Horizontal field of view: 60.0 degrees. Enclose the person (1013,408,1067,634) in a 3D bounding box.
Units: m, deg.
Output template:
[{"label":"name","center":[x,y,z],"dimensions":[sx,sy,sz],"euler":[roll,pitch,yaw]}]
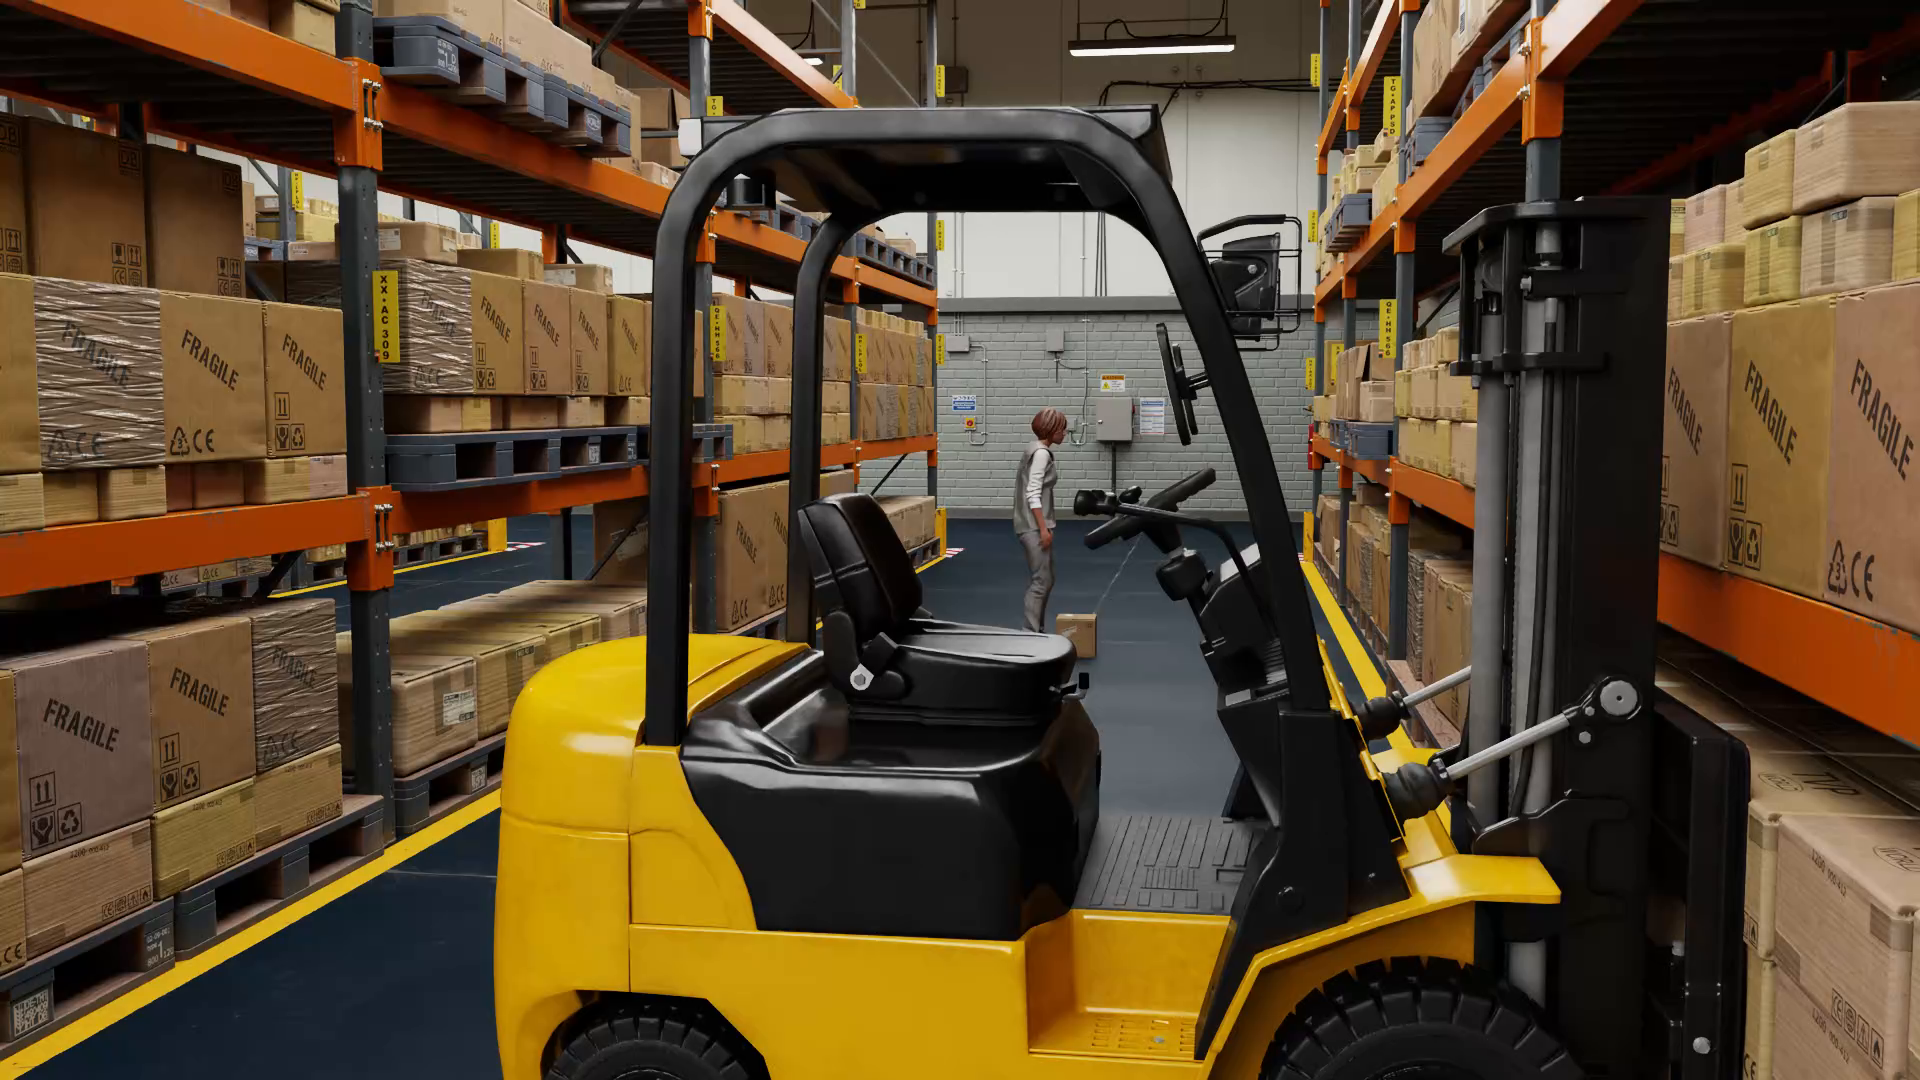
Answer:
[{"label":"person","center":[0.516,-0.052,10.763],"dimensions":[0.343,1.593,0.480],"euler":[1,5,7]}]
